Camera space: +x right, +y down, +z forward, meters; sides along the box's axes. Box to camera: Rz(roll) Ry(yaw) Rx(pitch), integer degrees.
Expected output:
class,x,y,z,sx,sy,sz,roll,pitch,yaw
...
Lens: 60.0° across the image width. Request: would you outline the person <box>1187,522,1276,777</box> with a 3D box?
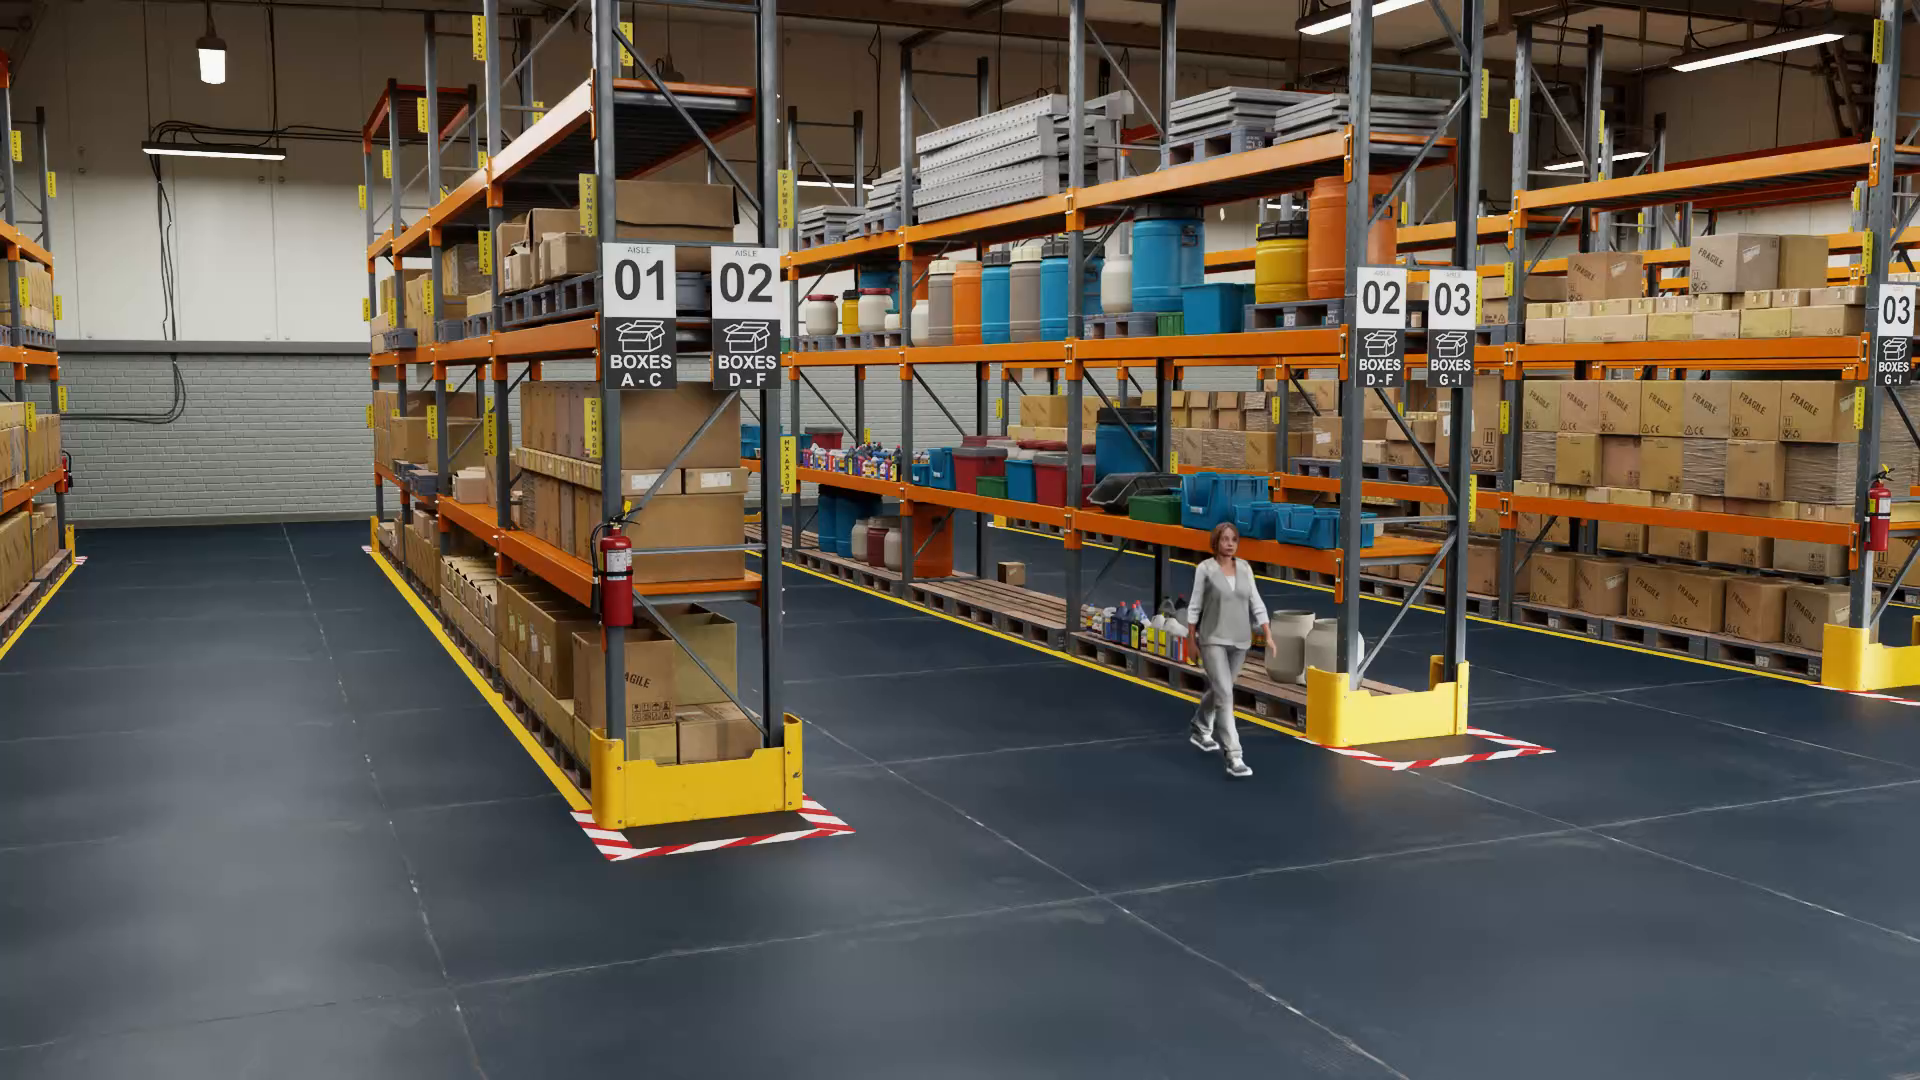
class,x,y,z,sx,sy,sz,roll,pitch,yaw
person,1.708,0.651,10.534,0.449,1.532,0.954,-2,6,-20
